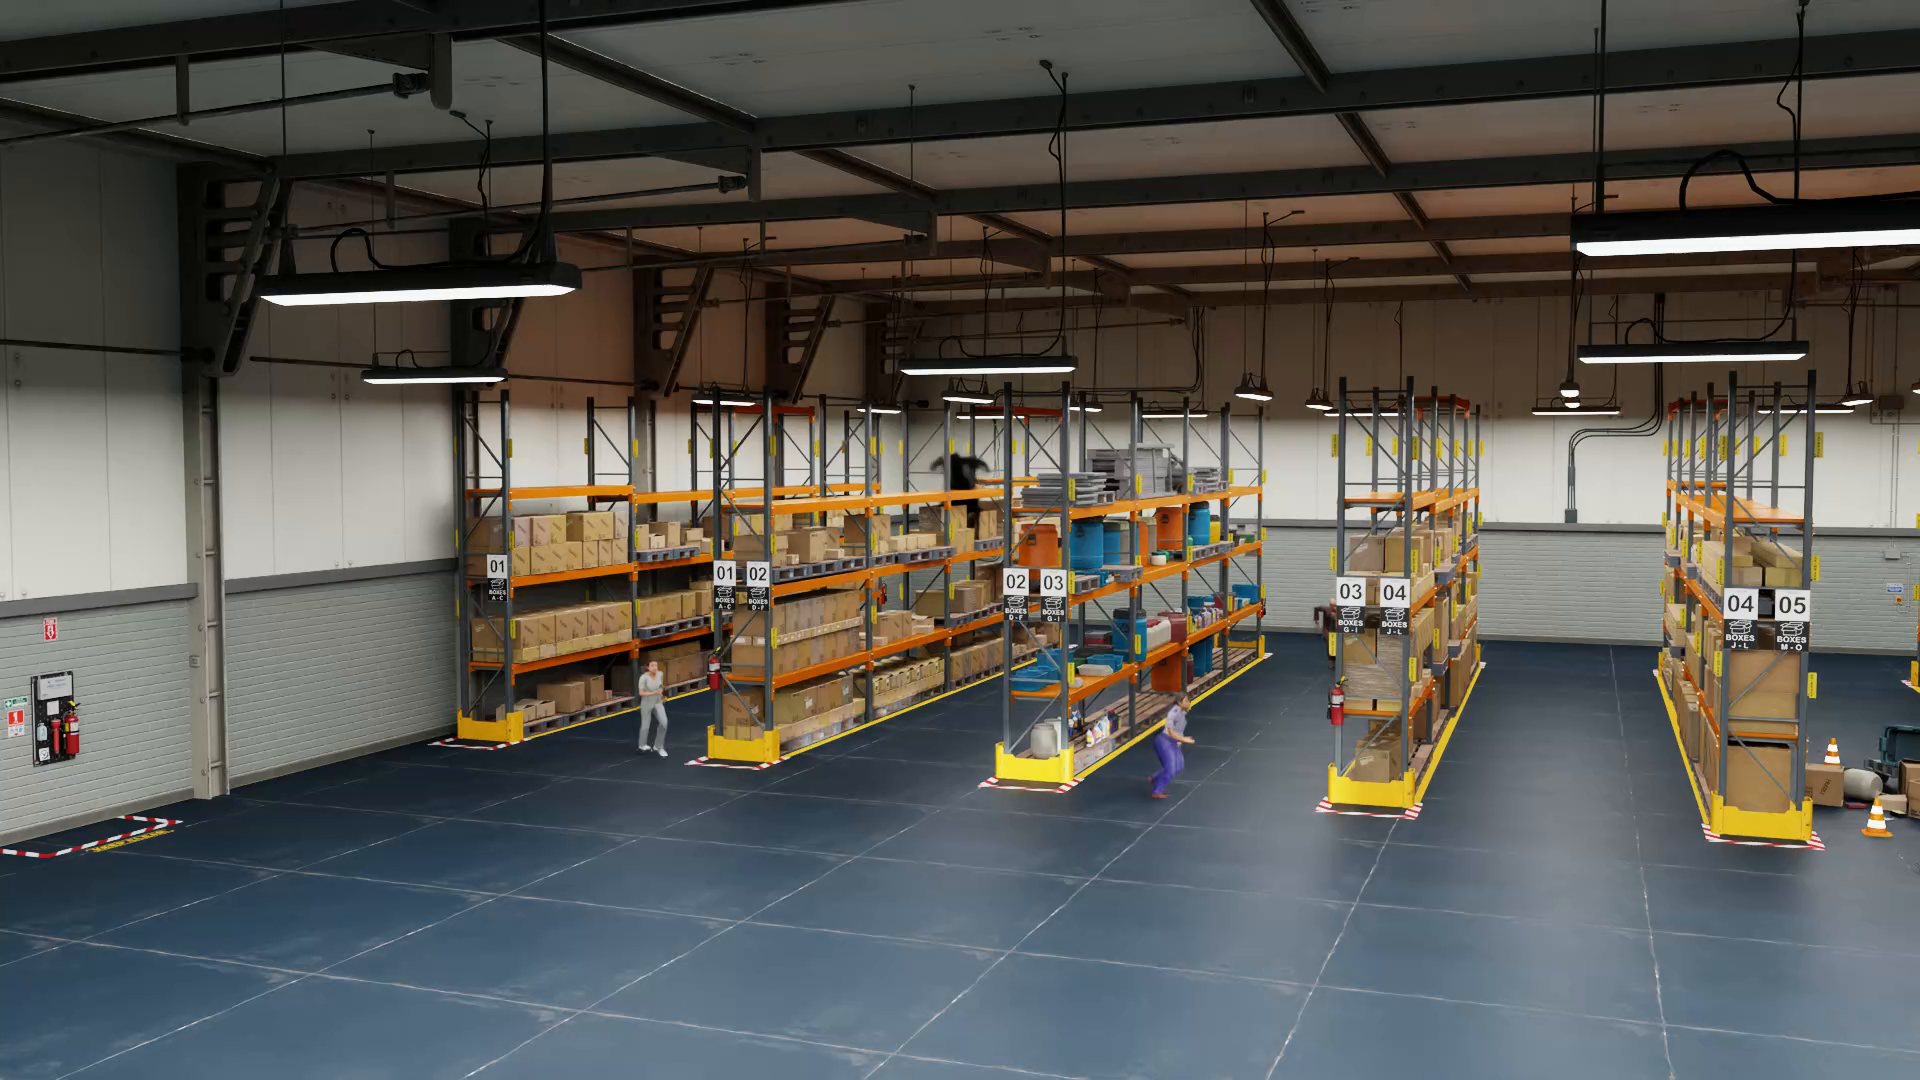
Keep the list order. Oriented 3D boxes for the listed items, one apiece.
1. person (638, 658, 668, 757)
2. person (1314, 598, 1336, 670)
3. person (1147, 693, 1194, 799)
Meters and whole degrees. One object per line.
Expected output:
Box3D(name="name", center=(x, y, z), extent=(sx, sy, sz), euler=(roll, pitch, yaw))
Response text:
Box3D(name="person", center=(-5.017, 2.697, 26.990), extent=(0.497, 1.615, 0.929), euler=(-2, 4, -28))
Box3D(name="person", center=(8.391, 2.119, 37.657), extent=(0.743, 1.647, 1.025), euler=(1, 3, 10))
Box3D(name="person", center=(3.005, 2.938, 23.773), extent=(0.723, 1.527, 0.584), euler=(1, 3, 24))
